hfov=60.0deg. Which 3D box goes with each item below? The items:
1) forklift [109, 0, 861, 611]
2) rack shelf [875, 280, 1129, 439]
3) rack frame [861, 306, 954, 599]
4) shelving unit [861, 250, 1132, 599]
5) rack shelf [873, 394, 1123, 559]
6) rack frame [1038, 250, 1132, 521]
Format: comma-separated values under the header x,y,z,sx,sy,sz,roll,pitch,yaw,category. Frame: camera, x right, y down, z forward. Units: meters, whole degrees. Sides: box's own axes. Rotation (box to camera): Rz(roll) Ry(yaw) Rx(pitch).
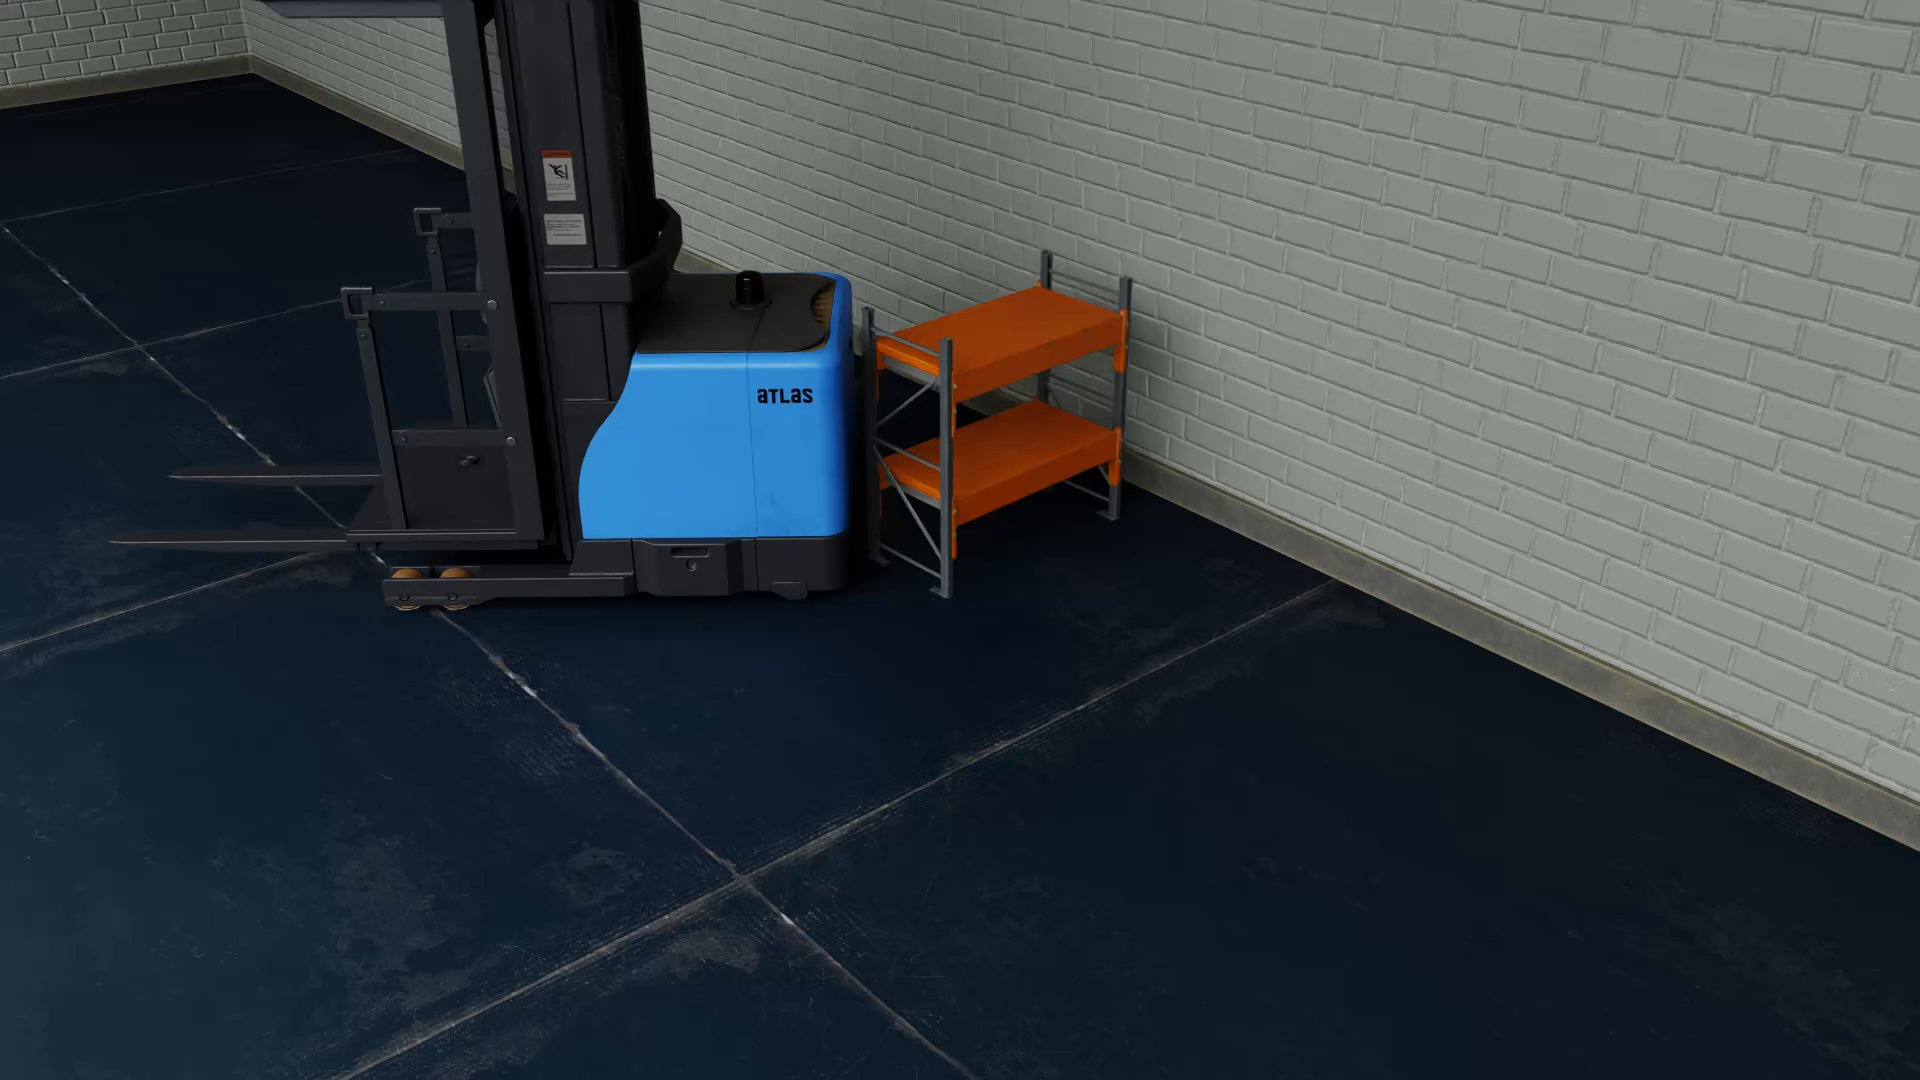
x,y,z,sx,sy,sz,roll,pitch,yaw,category
-1.957,-1.260,6.498,3.031,2.935,1.130,-1,28,-1,forklift
0.162,-0.765,6.868,1.000,0.278,0.538,-24,36,-37,rack shelf
-0.209,-0.343,6.699,0.032,1.125,0.500,-24,36,-37,rack frame
0.162,-0.507,7.006,1.048,1.125,0.538,-24,36,-37,shelving unit
0.162,-0.292,7.121,1.000,0.278,0.538,-24,36,-37,rack shelf
0.532,-0.671,7.313,0.032,1.125,0.500,-24,36,-37,rack frame
